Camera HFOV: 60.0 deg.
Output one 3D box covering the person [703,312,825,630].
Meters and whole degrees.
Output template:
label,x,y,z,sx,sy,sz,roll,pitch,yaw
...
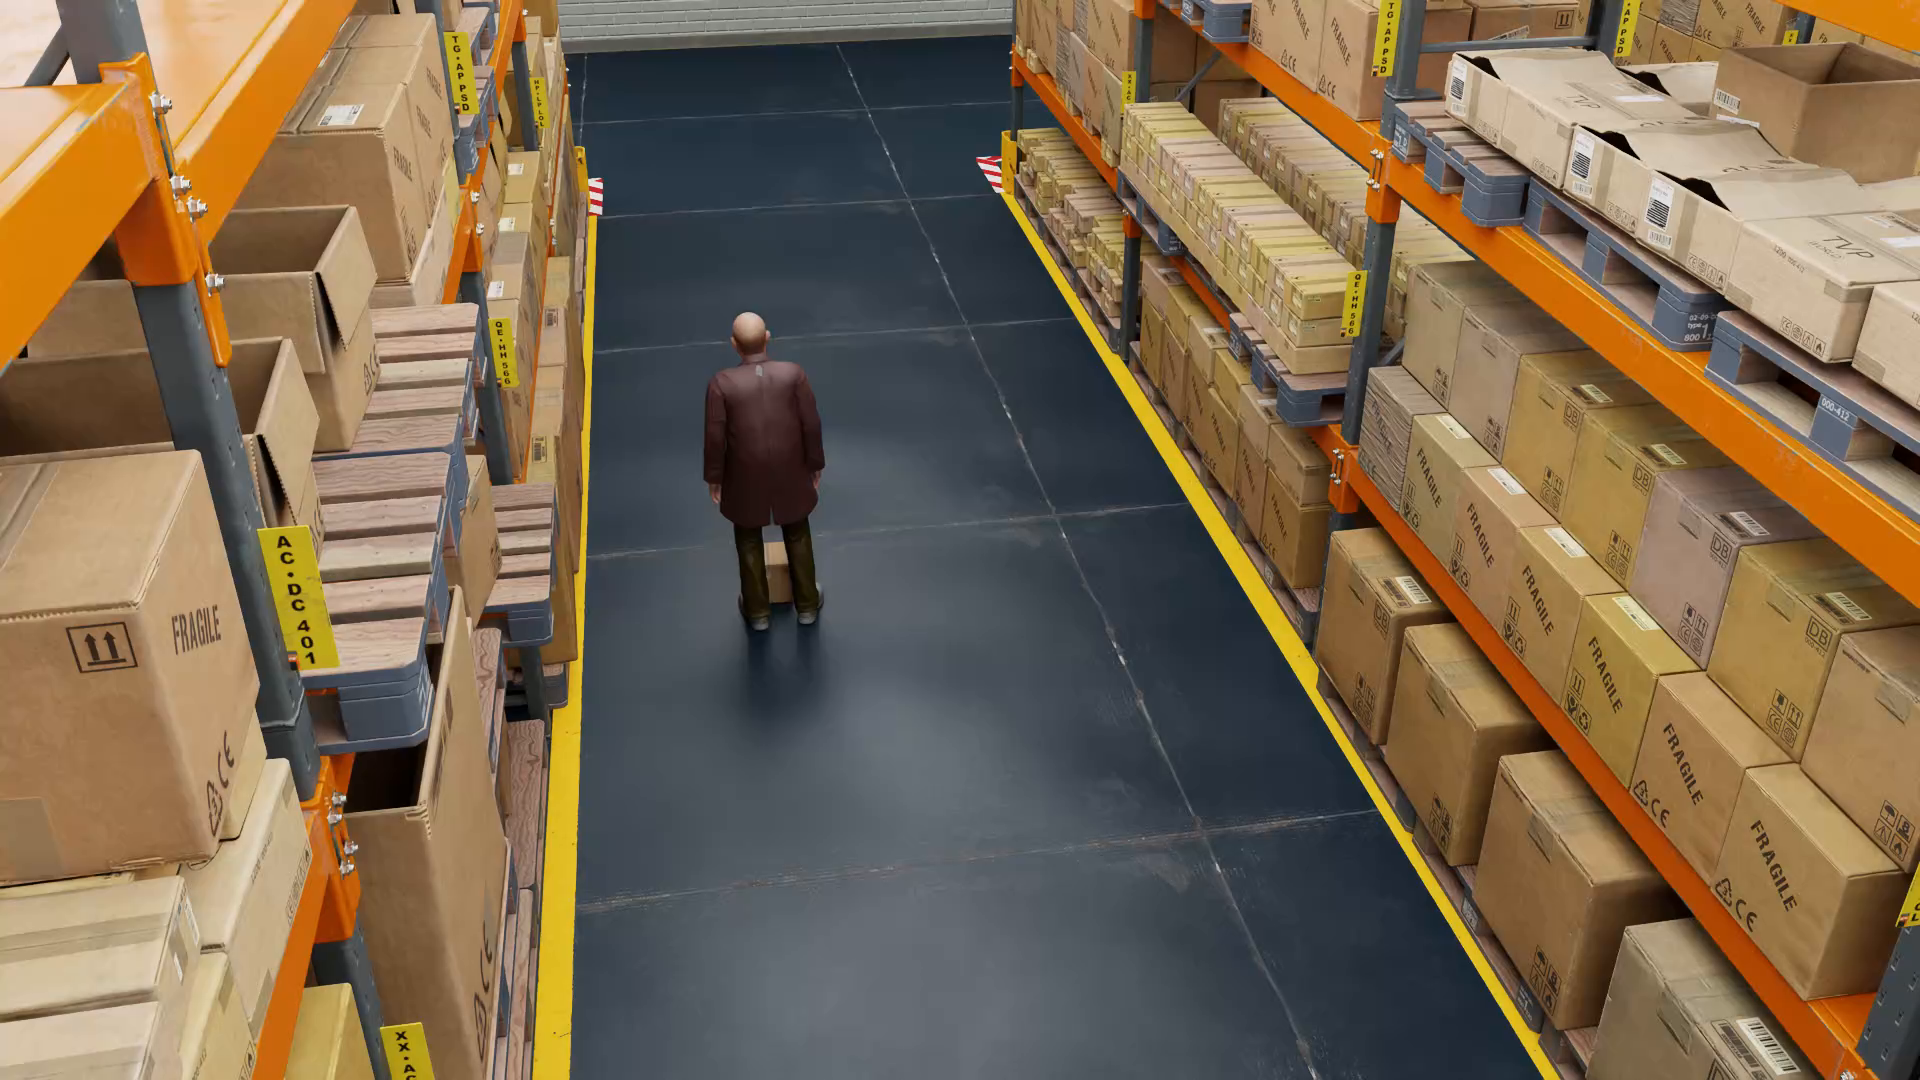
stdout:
label,x,y,z,sx,sy,sz,roll,pitch,yaw
person,-1.028,-0.351,8.759,0.645,1.772,0.429,-7,31,-12
